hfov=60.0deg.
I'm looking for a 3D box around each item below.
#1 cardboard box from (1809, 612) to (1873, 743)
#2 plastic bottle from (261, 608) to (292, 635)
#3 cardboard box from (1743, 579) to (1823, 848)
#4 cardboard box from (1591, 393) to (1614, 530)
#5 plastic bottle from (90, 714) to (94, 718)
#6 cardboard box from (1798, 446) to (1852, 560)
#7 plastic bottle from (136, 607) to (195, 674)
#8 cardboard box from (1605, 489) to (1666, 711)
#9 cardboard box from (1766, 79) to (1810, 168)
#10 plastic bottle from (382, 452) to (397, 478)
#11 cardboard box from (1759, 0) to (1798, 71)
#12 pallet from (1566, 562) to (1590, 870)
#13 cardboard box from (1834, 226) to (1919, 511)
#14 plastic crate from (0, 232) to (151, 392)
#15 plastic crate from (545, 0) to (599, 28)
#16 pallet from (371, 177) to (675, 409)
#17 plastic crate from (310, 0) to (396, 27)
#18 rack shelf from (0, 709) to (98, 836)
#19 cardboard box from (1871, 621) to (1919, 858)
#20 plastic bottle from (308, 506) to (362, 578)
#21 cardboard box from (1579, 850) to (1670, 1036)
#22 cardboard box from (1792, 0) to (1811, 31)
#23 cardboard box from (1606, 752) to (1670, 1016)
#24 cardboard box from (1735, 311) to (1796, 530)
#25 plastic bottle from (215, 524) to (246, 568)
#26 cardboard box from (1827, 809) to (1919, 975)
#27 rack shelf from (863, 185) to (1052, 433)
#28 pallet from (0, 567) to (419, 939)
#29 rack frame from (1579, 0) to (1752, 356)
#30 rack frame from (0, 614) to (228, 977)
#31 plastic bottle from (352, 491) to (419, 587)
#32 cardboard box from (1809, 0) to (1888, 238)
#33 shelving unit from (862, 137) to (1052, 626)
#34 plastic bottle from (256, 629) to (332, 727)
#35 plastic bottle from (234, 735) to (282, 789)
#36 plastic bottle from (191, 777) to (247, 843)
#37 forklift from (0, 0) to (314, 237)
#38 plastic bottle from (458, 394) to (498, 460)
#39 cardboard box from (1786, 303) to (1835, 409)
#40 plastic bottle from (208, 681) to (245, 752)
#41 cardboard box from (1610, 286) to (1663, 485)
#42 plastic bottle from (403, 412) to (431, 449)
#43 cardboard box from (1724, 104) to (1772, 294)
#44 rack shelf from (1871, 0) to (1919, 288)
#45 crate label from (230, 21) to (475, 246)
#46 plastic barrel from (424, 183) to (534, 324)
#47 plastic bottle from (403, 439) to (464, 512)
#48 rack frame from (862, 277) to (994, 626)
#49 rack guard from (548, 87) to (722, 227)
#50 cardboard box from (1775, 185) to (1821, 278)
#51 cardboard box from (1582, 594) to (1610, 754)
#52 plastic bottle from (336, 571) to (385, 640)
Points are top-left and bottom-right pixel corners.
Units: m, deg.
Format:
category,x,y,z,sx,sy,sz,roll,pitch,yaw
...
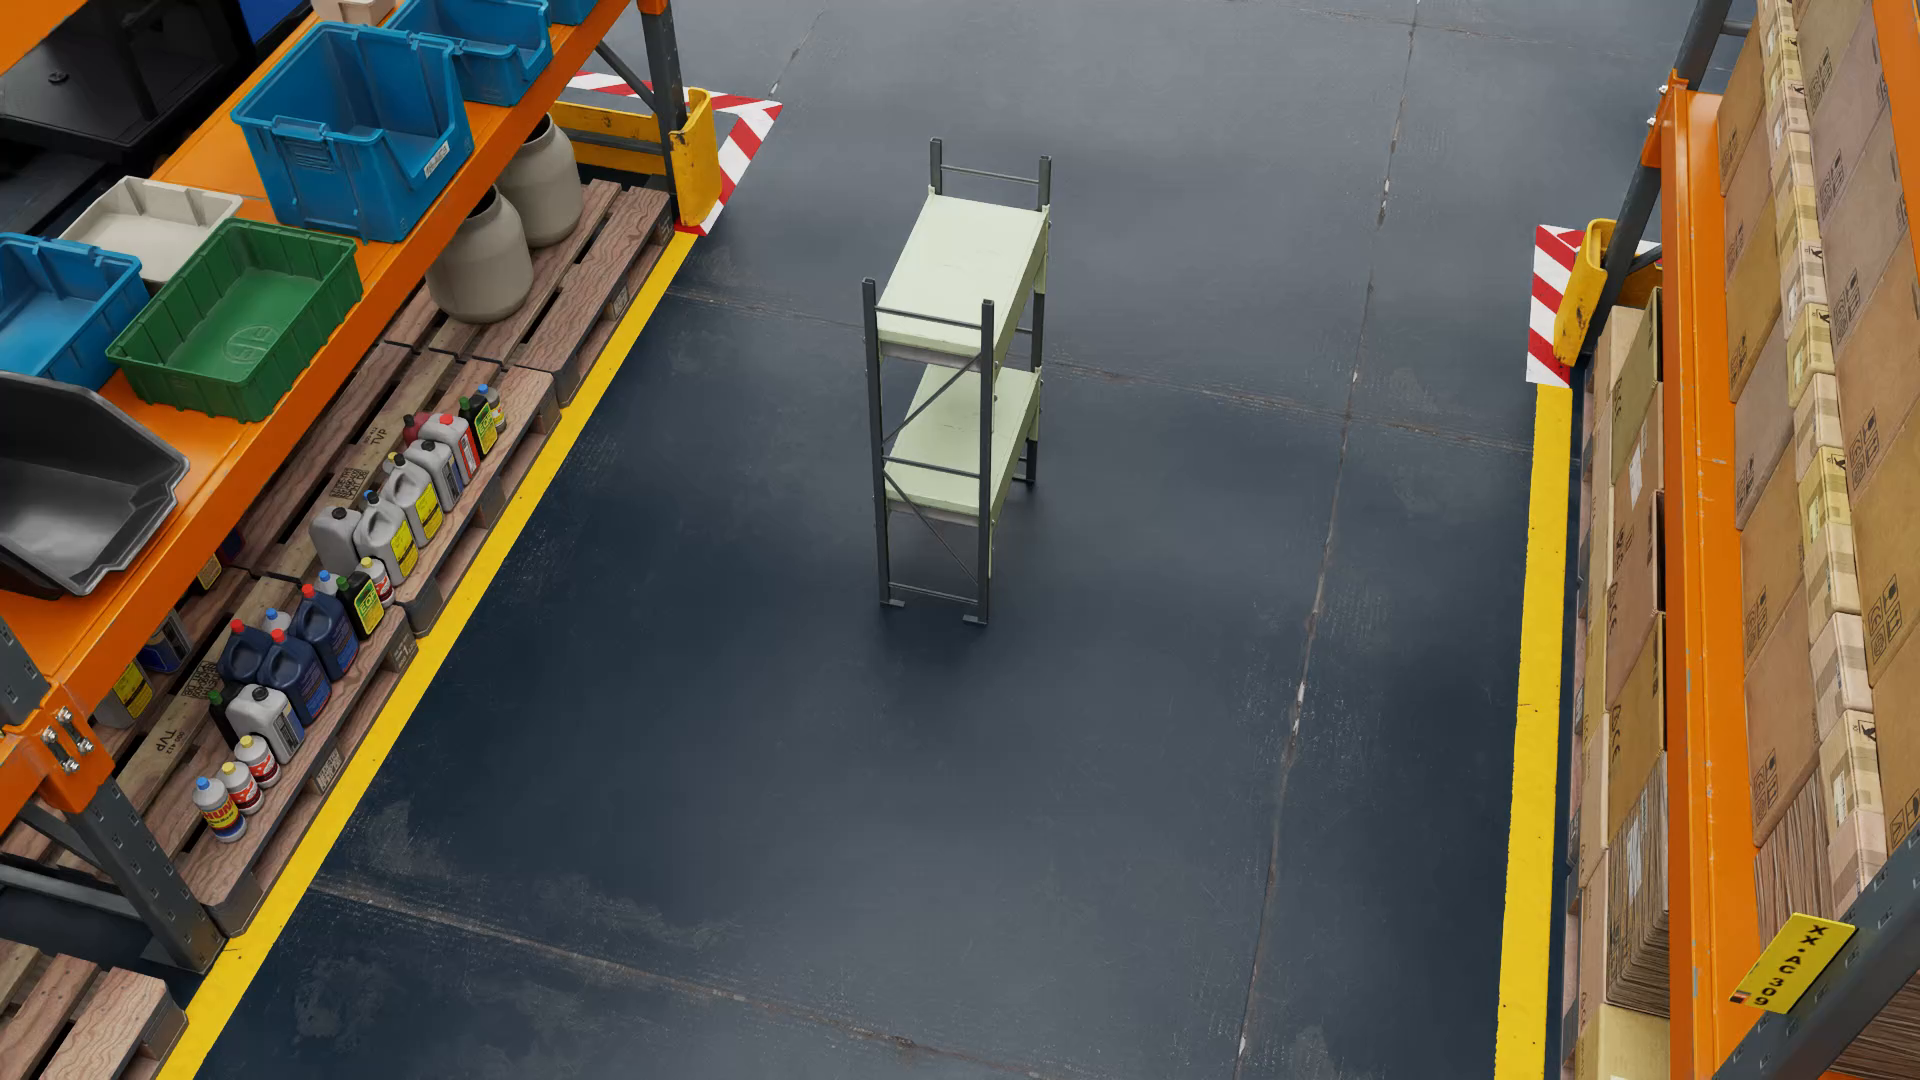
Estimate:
category,x,y,z,sx,sy,sz,roll,pitch,yaw
cardboard box,2.007,0.321,3.467,0.380,0.149,0.250,10,49,9
plastic bottle,-2.235,0.322,5.491,0.097,0.271,0.097,0,49,0
cardboard box,2.252,0.438,3.796,0.700,0.500,0.500,11,50,10
cardboard box,2.578,-0.240,6.015,0.500,0.250,0.500,12,50,10
plastic bottle,-2.878,0.404,5.366,0.144,0.351,0.185,10,49,9
cardboard box,2.143,-0.046,3.791,0.380,0.149,0.250,11,50,10
plastic bottle,-2.678,0.301,5.507,0.152,0.276,0.135,12,50,10
cardboard box,2.308,0.234,5.097,0.500,0.500,0.500,12,50,10
cardboard box,2.548,-1.170,4.783,0.380,0.149,0.250,11,49,9
plastic bottle,-2.031,-0.236,6.031,0.097,0.201,0.097,0,49,0
cardboard box,2.683,-1.532,5.102,0.380,0.149,0.250,10,49,9
pallet,2.577,0.647,5.538,1.003,0.211,1.213,12,50,10
cardboard box,2.384,-0.336,3.614,0.700,0.500,0.500,12,50,10
plastic crate,-2.740,-0.609,4.886,0.499,0.251,0.616,12,50,10
plastic crate,-1.559,-2.227,6.314,0.499,0.251,0.616,12,50,10
pallet,-1.910,-1.124,7.101,1.003,0.211,1.213,12,50,10
plastic crate,-2.262,-2.026,6.214,0.298,0.136,0.250,12,50,10
rack shelf,-3.296,1.881,3.069,1.077,0.370,4.000,12,50,10
cardboard box,2.119,0.391,2.972,0.700,0.500,0.500,12,50,10
plastic bottle,-2.144,-0.005,5.777,0.152,0.276,0.135,12,50,10
cardboard box,2.061,1.209,4.736,0.500,0.250,0.500,12,50,10
cardboard box,2.912,-1.806,4.911,0.700,0.500,0.500,12,50,10
cardboard box,2.063,0.961,4.455,0.500,0.500,0.500,12,50,10
cardboard box,2.521,-0.295,4.443,0.700,0.500,0.500,13,50,11
plastic bottle,-2.593,-0.042,5.805,0.061,0.283,0.133,12,50,10
cardboard box,1.873,0.689,3.142,0.380,0.149,0.250,12,50,10
rack shelf,0.002,-0.759,5.399,0.431,0.370,0.720,12,50,10
pallet,-2.552,0.641,5.543,1.003,0.211,1.213,12,50,10
rack frame,3.061,-1.717,5.765,1.000,3.000,0.127,12,50,10
rack frame,-2.769,0.196,4.076,1.000,3.000,0.127,12,50,10
plastic bottle,-1.995,-0.019,5.740,0.144,0.351,0.185,11,50,10
cardboard box,2.647,-1.060,4.253,0.700,0.500,0.500,12,50,10
shelving unit,0.002,-0.501,5.692,0.431,1.500,0.755,12,50,10
plastic bottle,-2.156,0.425,5.348,0.144,0.351,0.185,13,50,11
plastic bottle,-2.209,0.685,5.218,0.097,0.201,0.097,0,49,0
plastic bottle,-2.262,0.809,5.062,0.097,0.271,0.097,0,49,0
forklift,-3.995,-2.929,6.880,1.130,2.935,3.031,15,50,13
plastic bottle,-1.790,-0.441,6.157,0.061,0.283,0.133,13,50,11
cardboard box,2.276,-0.421,4.122,0.380,0.149,0.250,13,50,11
plastic bottle,-2.307,0.545,5.286,0.061,0.283,0.133,12,50,10
cardboard box,2.576,-0.488,5.734,0.500,0.500,0.500,12,50,10
plastic bottle,-1.972,-0.373,6.097,0.061,0.283,0.133,12,50,10
cardboard box,2.793,-1.034,5.096,0.700,0.500,0.500,13,50,11
rack shelf,2.535,-1.025,3.633,1.077,0.370,4.000,12,50,10
crate label,-1.940,-1.324,5.395,0.502,0.435,0.616,12,50,10
plastic barrel,-1.948,-1.159,6.652,0.421,0.512,0.421,0,49,0
plastic bottle,-1.906,-0.249,5.993,0.152,0.276,0.135,10,49,9
rack frame,-0.095,-0.236,5.458,0.400,1.500,0.023,12,50,10
rack guard,-1.691,-1.806,7.510,1.175,0.500,0.348,12,50,10
cardboard box,2.413,-0.792,4.449,0.380,0.149,0.250,11,49,10
cardboard box,2.309,0.482,5.377,0.500,0.250,0.500,12,50,10
plastic bottle,-2.023,0.199,5.592,0.061,0.283,0.133,14,50,12
